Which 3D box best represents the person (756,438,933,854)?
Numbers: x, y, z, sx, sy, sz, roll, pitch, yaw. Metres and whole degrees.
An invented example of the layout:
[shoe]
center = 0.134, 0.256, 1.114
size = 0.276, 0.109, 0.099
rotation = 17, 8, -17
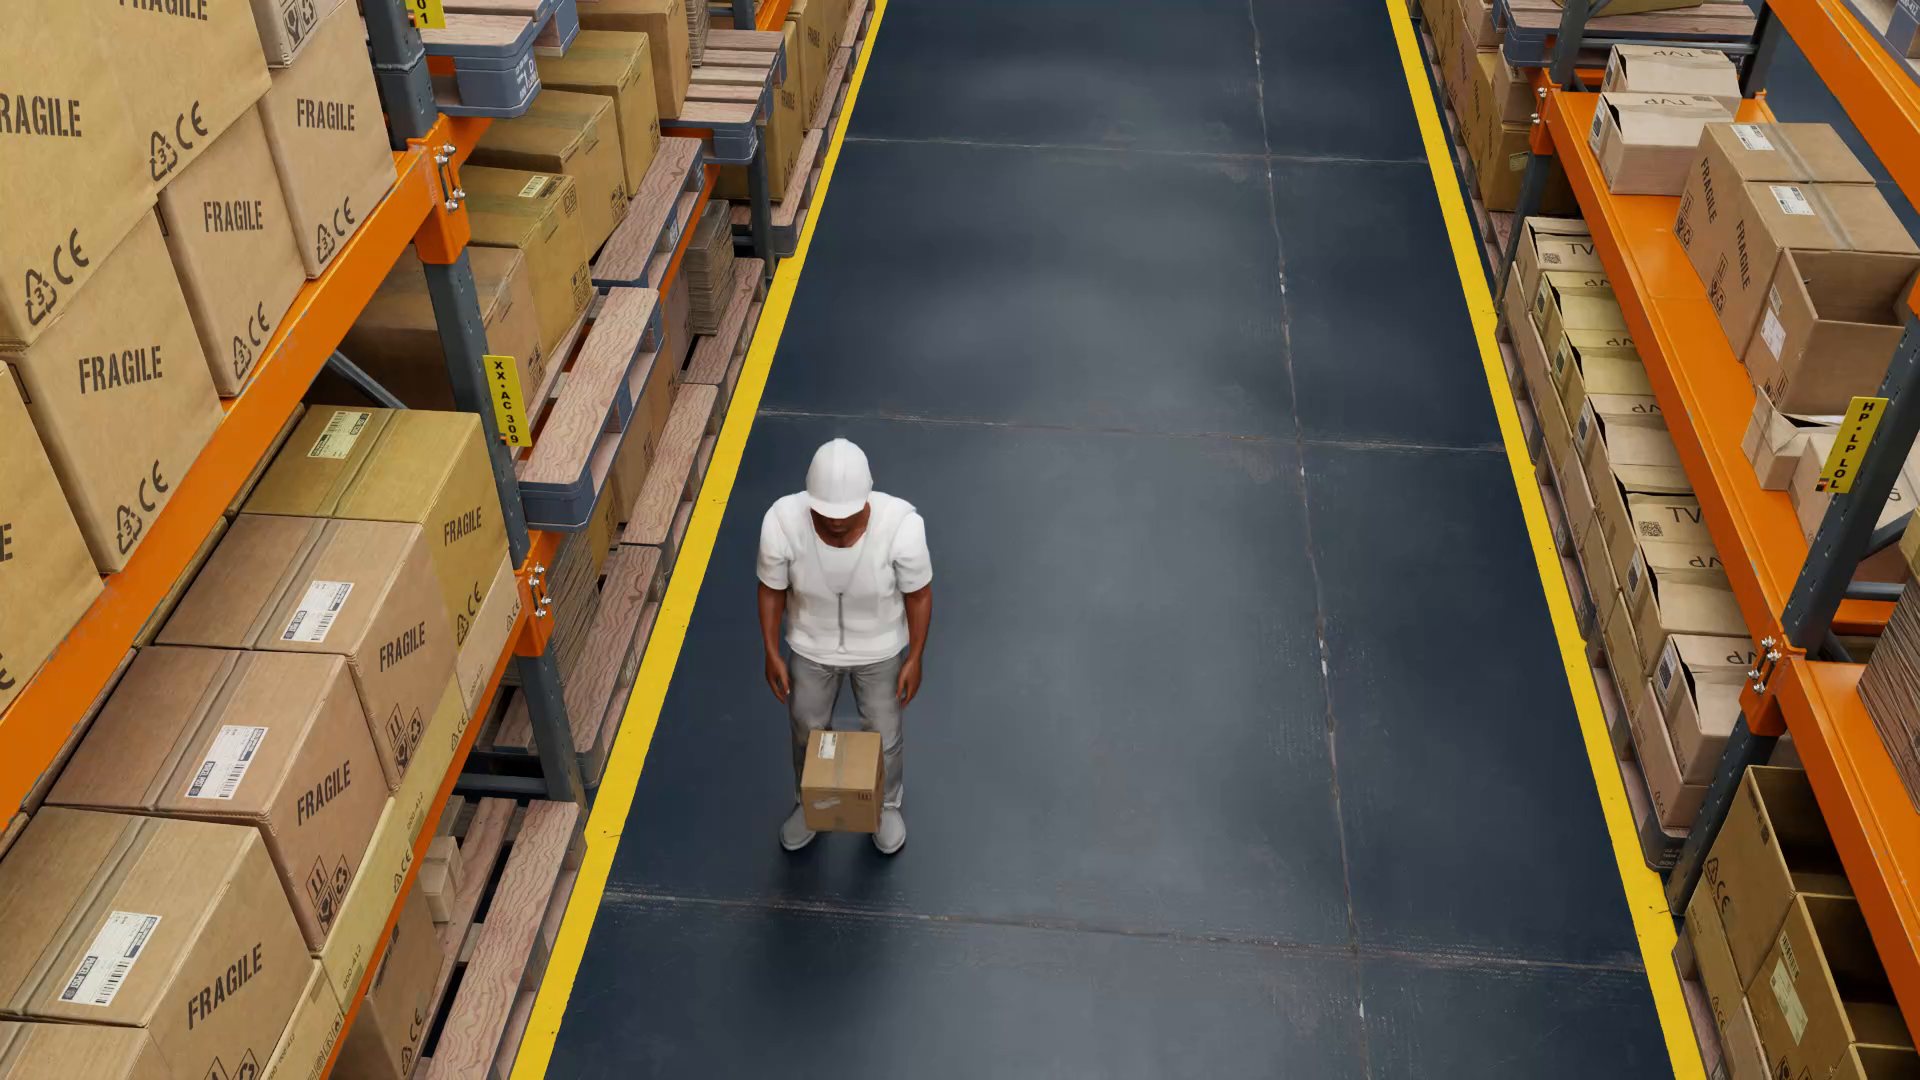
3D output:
[person]
center = -0.388, 0.366, 5.701
size = 0.592, 1.764, 0.430
rotation = 2, 40, 3
